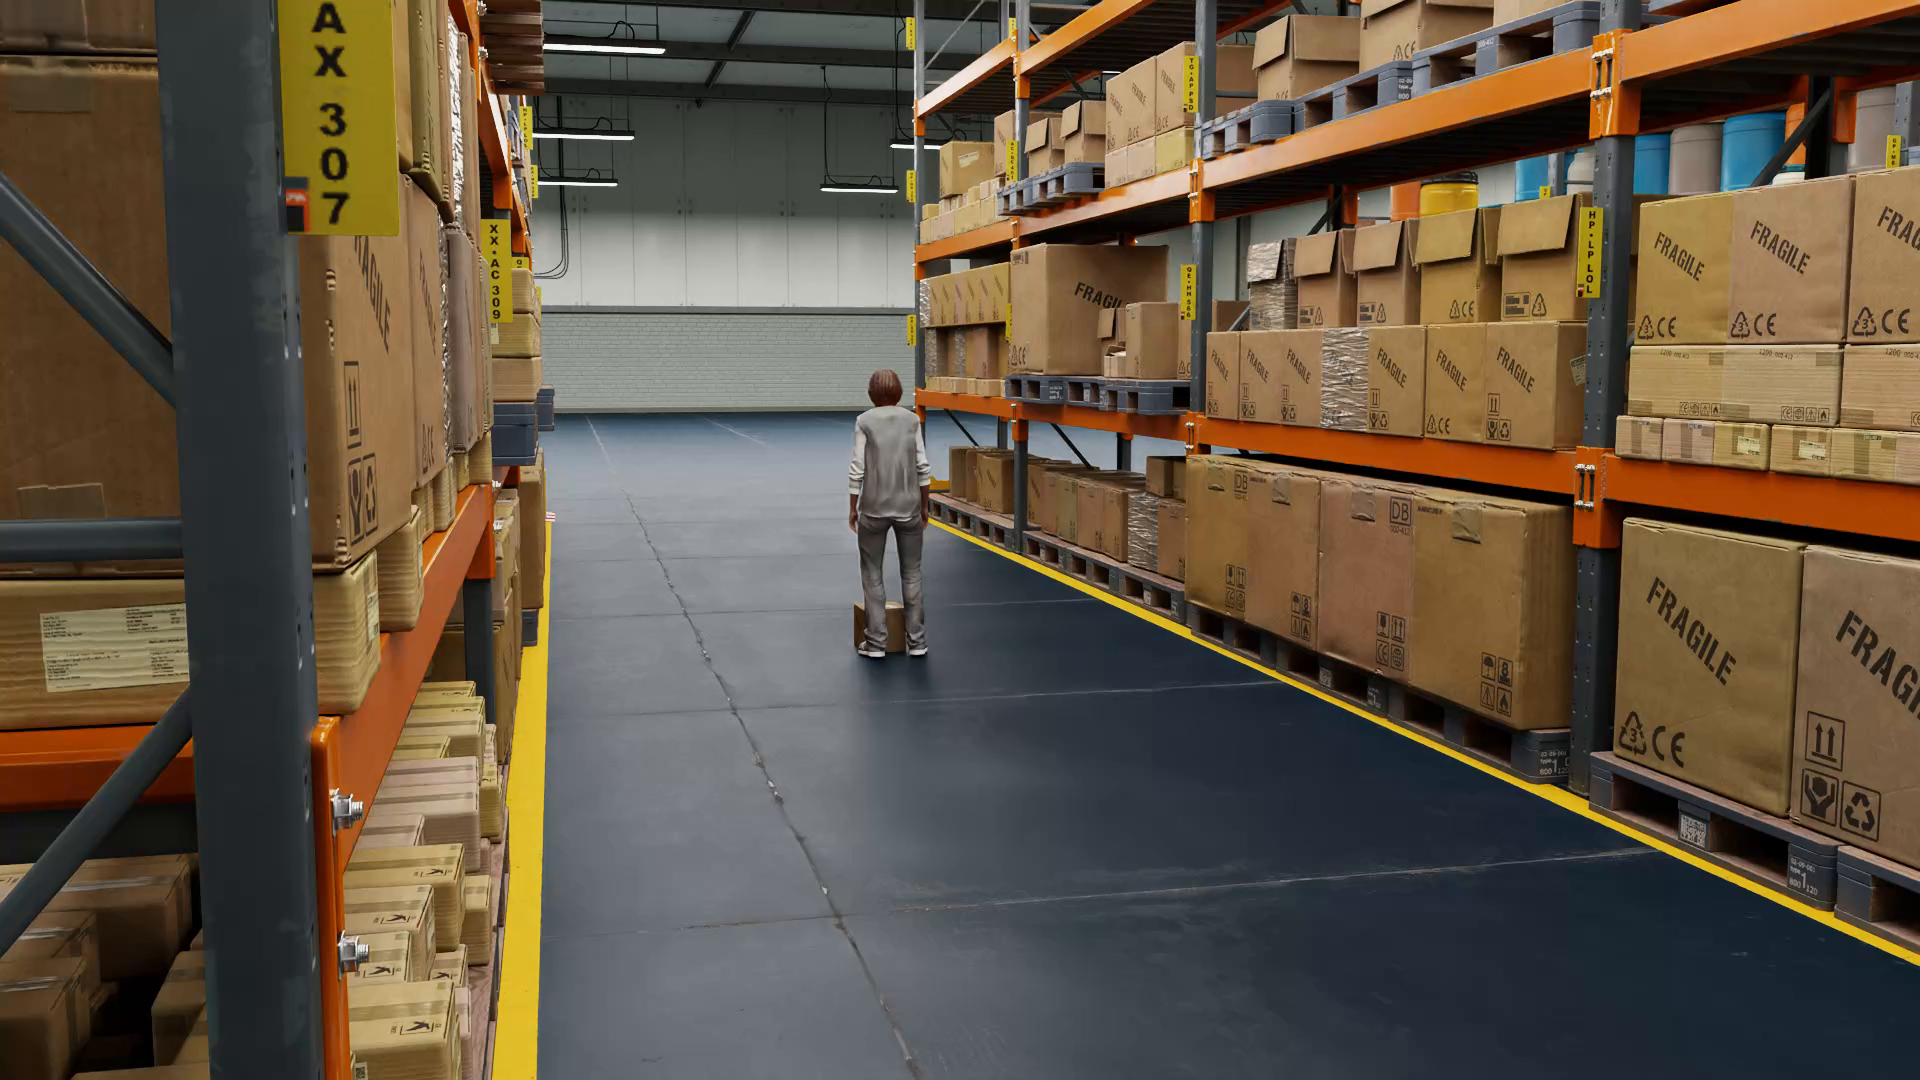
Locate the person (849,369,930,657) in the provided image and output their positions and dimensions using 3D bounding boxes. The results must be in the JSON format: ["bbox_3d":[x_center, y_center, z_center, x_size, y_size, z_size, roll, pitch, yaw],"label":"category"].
[{"bbox_3d":[-0.384,-0.145,9.181,0.451,1.593,0.344,-2,7,-13],"label":"person"}]
